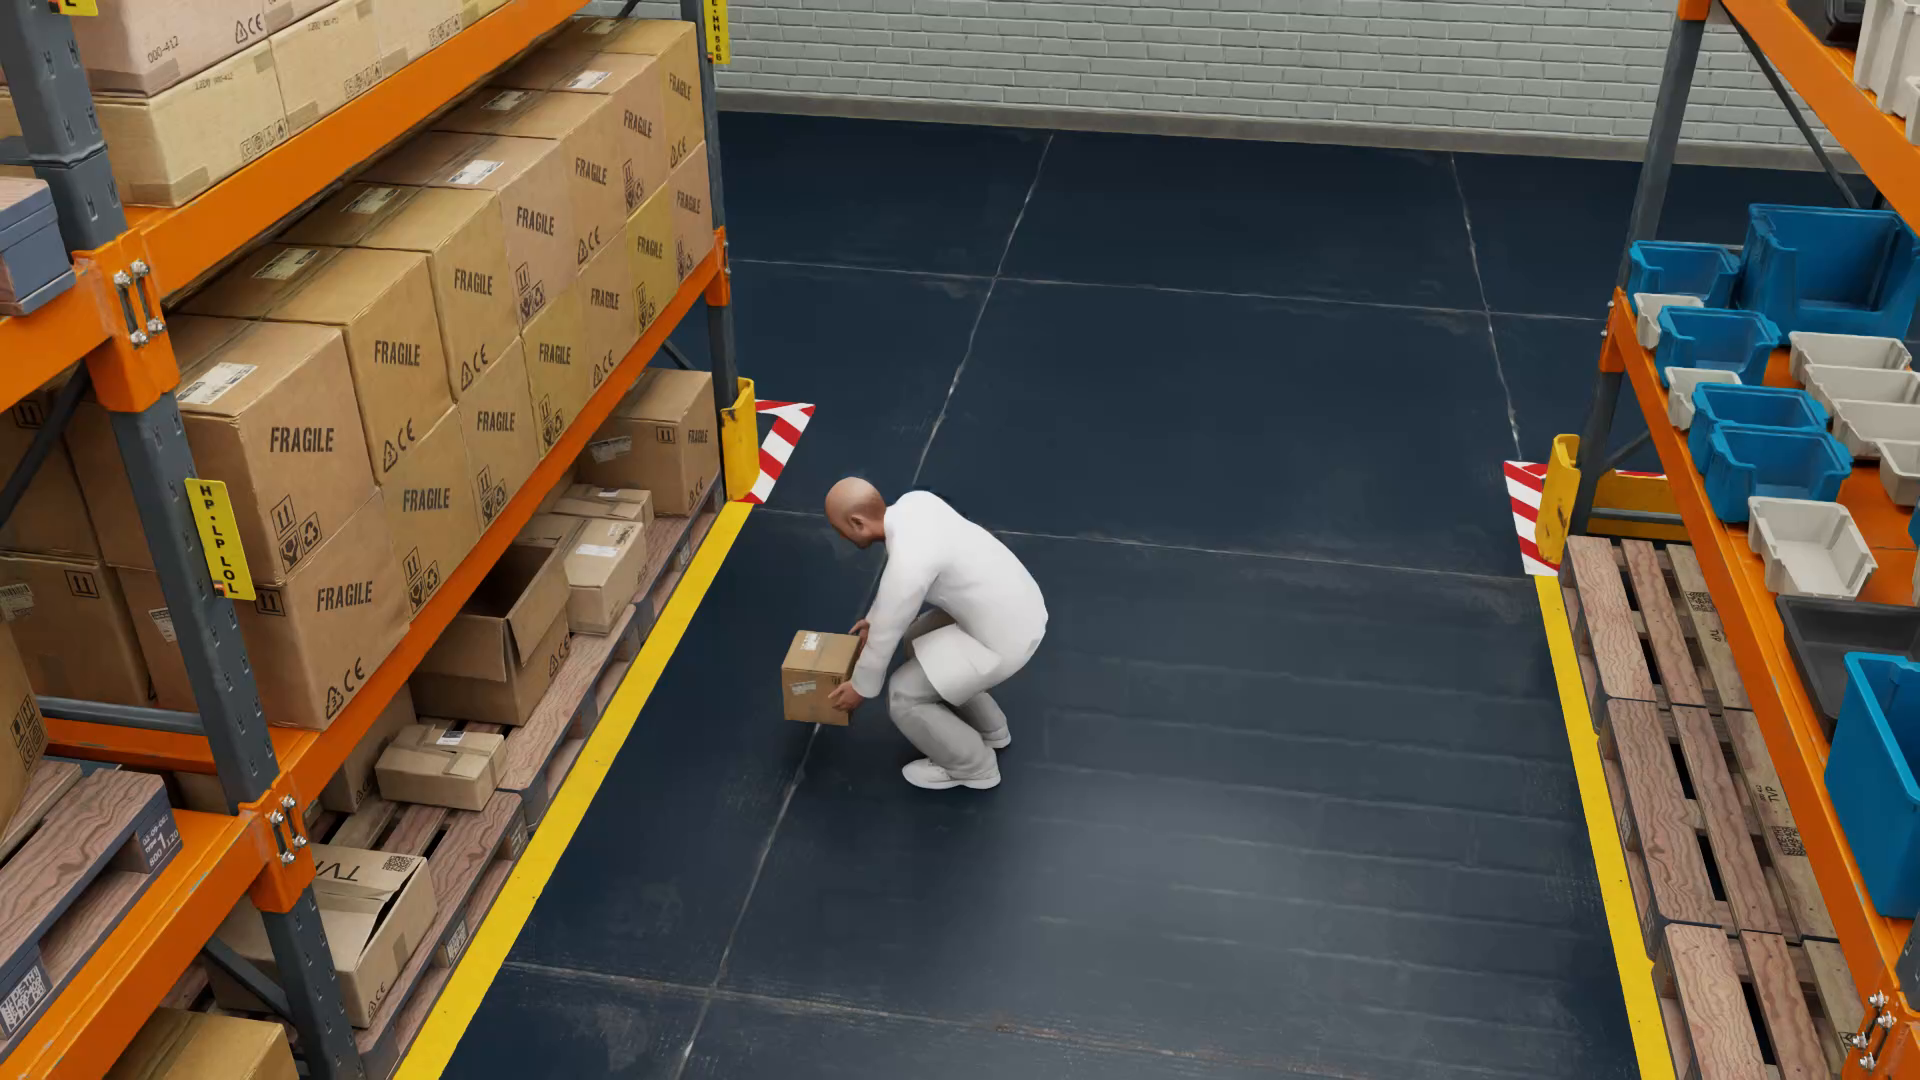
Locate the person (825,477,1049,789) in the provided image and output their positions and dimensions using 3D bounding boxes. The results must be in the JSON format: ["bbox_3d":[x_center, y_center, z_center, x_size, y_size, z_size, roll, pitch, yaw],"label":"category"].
[{"bbox_3d":[-0.080,0.333,6.117,0.797,1.248,0.631,5,32,8],"label":"person"}]
